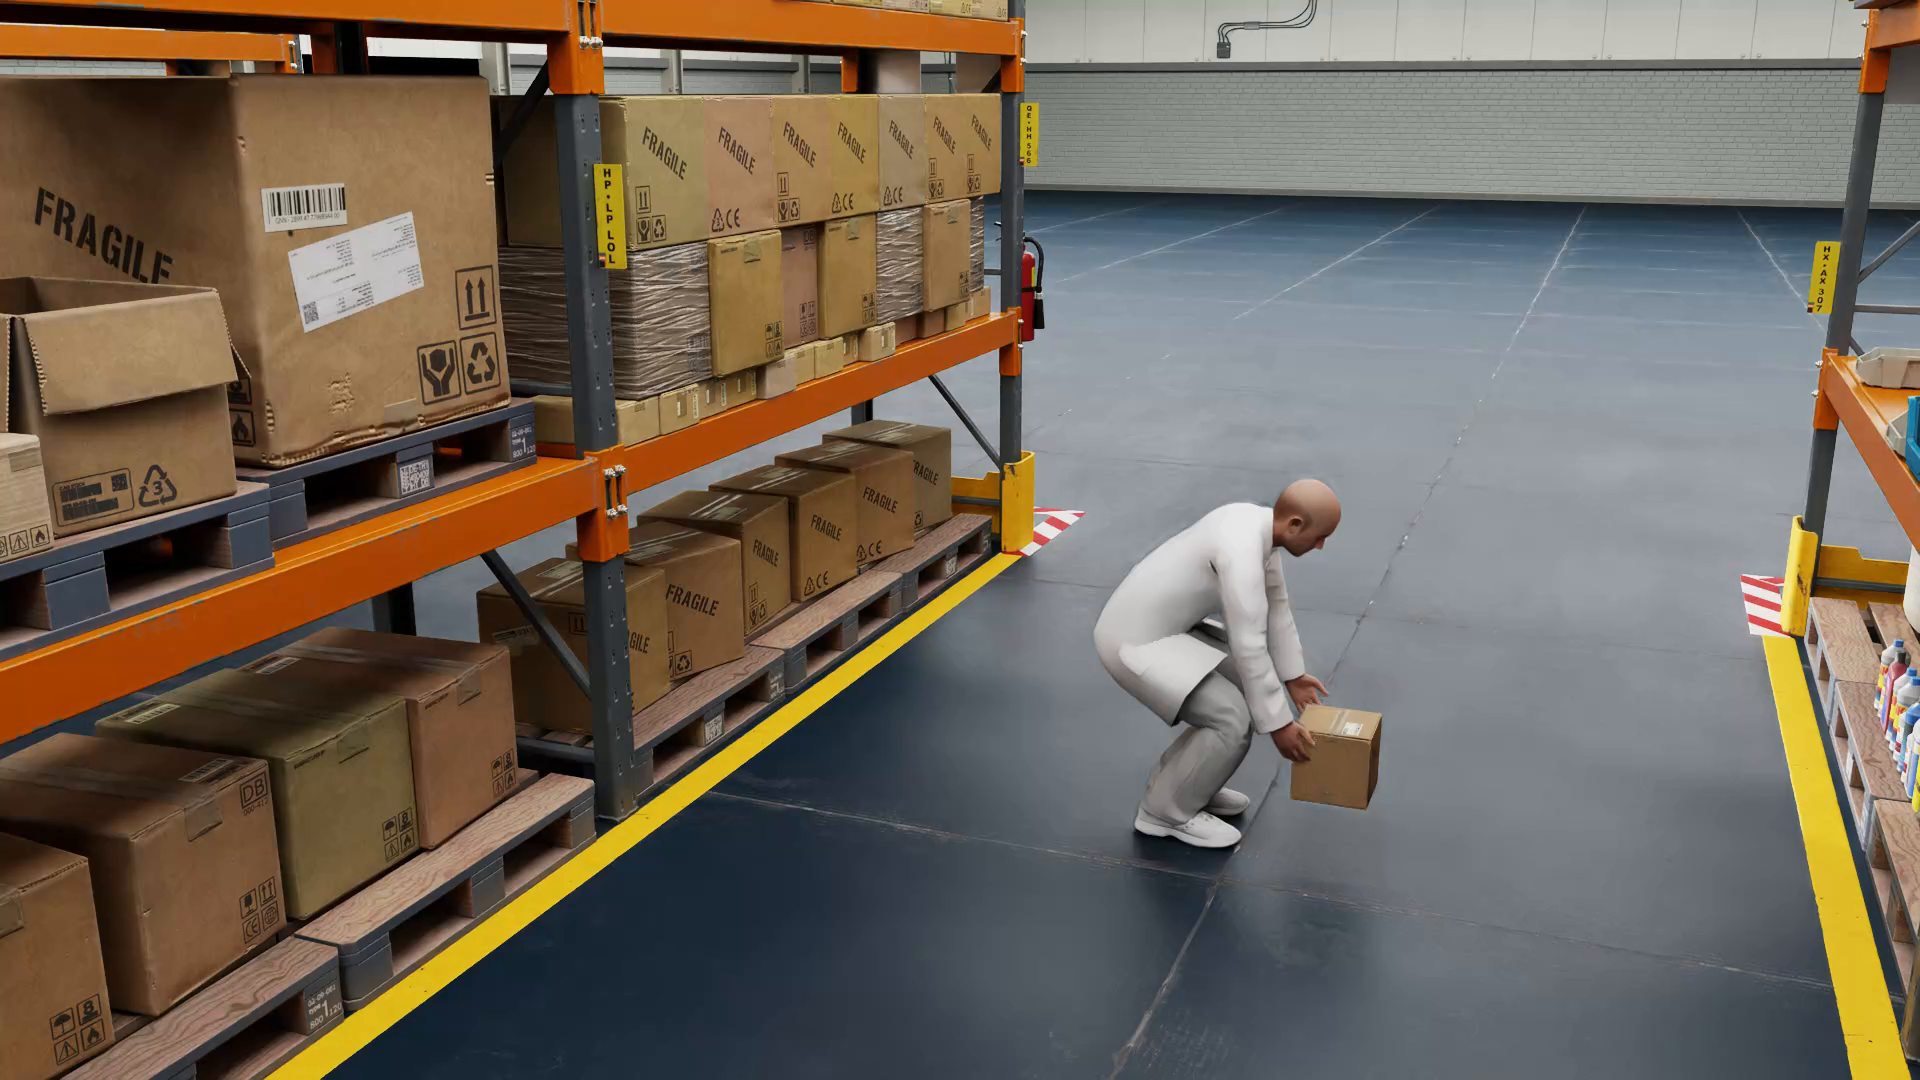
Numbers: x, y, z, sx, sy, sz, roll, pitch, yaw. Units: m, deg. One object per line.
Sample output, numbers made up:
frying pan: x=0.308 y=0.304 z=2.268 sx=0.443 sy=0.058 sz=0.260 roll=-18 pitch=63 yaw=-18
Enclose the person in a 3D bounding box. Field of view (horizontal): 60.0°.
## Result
person: x=0.869 y=0.410 z=5.656 sx=0.820 sy=1.195 sz=0.623 roll=6 pitch=16 yaw=21
